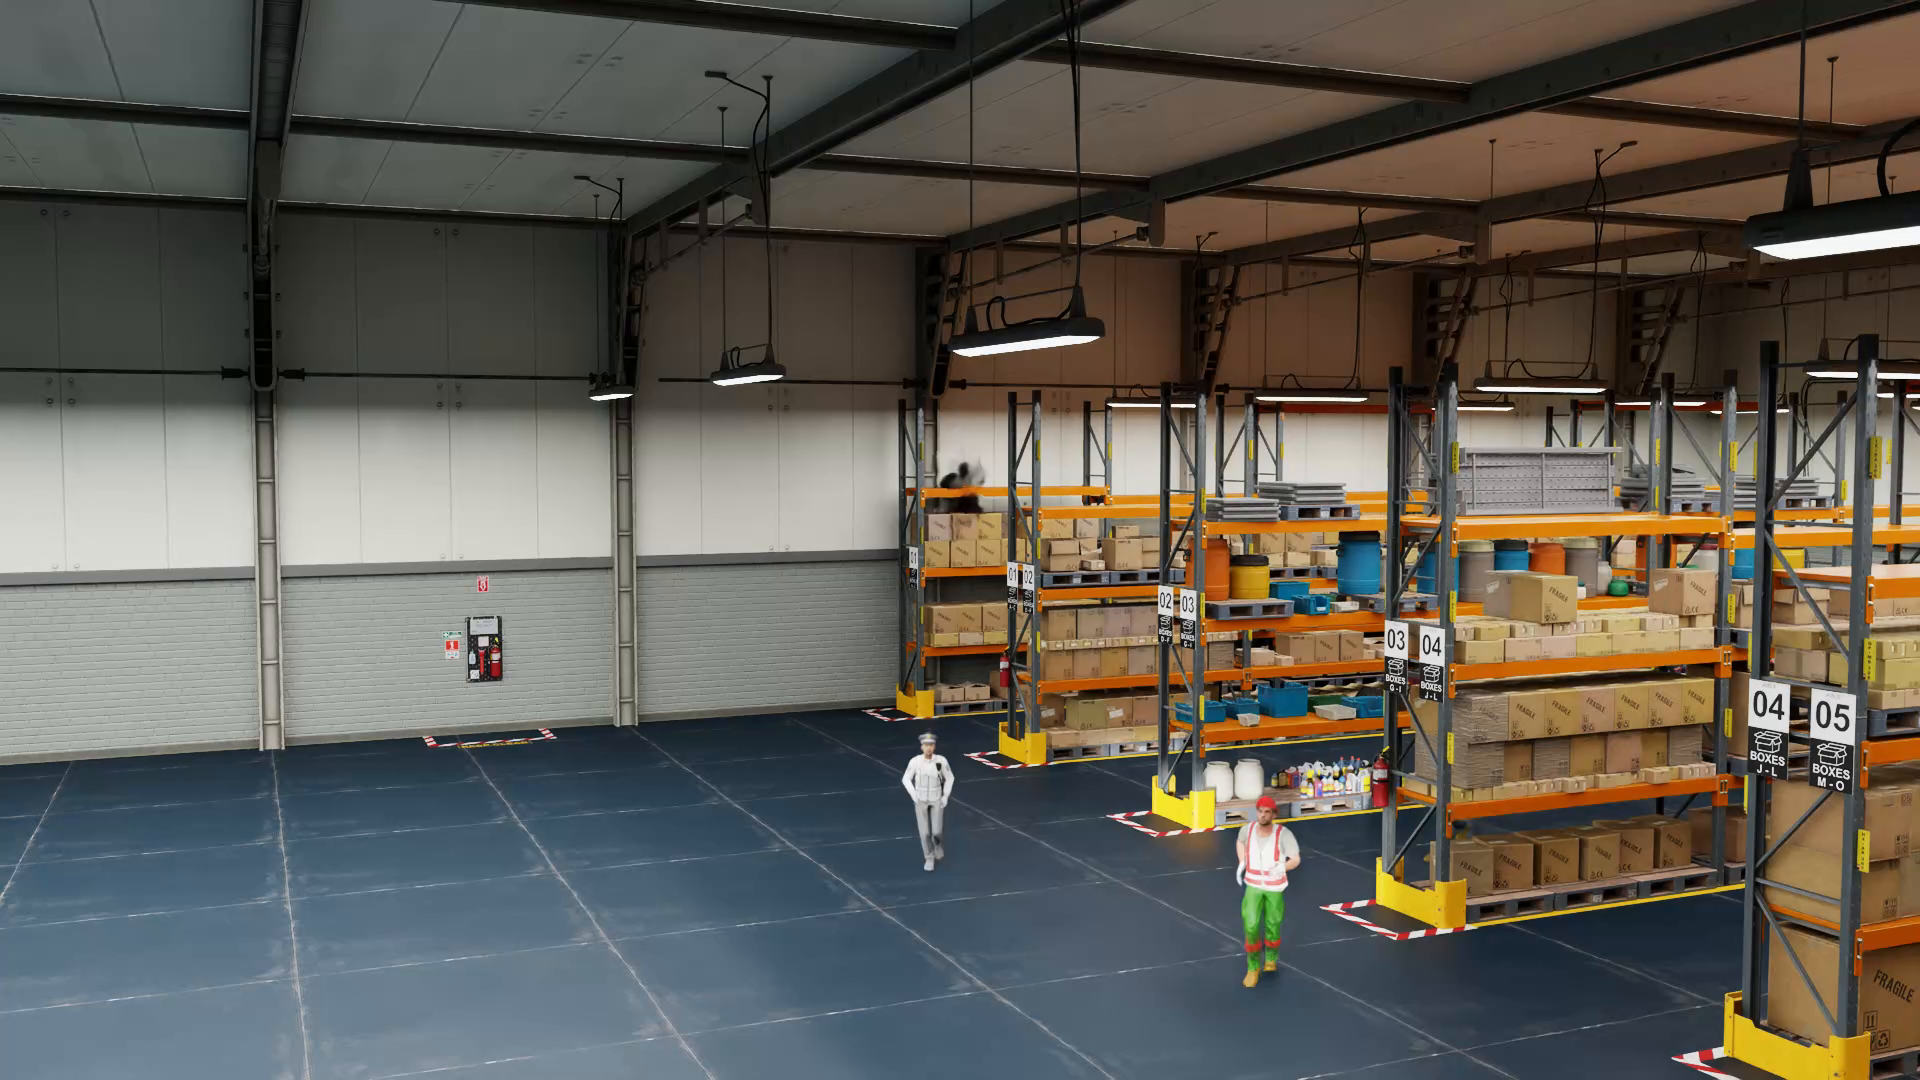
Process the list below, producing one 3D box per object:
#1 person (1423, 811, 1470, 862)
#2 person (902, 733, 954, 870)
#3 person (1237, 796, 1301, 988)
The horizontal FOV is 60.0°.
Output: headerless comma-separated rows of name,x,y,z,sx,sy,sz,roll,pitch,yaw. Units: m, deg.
person,6.074,3.071,20.625,0.923,1.752,0.699,-2,4,-34
person,-0.389,3.156,20.150,0.624,1.662,0.545,0,3,2
person,2.925,3.352,15.881,0.637,1.834,0.767,1,4,17
